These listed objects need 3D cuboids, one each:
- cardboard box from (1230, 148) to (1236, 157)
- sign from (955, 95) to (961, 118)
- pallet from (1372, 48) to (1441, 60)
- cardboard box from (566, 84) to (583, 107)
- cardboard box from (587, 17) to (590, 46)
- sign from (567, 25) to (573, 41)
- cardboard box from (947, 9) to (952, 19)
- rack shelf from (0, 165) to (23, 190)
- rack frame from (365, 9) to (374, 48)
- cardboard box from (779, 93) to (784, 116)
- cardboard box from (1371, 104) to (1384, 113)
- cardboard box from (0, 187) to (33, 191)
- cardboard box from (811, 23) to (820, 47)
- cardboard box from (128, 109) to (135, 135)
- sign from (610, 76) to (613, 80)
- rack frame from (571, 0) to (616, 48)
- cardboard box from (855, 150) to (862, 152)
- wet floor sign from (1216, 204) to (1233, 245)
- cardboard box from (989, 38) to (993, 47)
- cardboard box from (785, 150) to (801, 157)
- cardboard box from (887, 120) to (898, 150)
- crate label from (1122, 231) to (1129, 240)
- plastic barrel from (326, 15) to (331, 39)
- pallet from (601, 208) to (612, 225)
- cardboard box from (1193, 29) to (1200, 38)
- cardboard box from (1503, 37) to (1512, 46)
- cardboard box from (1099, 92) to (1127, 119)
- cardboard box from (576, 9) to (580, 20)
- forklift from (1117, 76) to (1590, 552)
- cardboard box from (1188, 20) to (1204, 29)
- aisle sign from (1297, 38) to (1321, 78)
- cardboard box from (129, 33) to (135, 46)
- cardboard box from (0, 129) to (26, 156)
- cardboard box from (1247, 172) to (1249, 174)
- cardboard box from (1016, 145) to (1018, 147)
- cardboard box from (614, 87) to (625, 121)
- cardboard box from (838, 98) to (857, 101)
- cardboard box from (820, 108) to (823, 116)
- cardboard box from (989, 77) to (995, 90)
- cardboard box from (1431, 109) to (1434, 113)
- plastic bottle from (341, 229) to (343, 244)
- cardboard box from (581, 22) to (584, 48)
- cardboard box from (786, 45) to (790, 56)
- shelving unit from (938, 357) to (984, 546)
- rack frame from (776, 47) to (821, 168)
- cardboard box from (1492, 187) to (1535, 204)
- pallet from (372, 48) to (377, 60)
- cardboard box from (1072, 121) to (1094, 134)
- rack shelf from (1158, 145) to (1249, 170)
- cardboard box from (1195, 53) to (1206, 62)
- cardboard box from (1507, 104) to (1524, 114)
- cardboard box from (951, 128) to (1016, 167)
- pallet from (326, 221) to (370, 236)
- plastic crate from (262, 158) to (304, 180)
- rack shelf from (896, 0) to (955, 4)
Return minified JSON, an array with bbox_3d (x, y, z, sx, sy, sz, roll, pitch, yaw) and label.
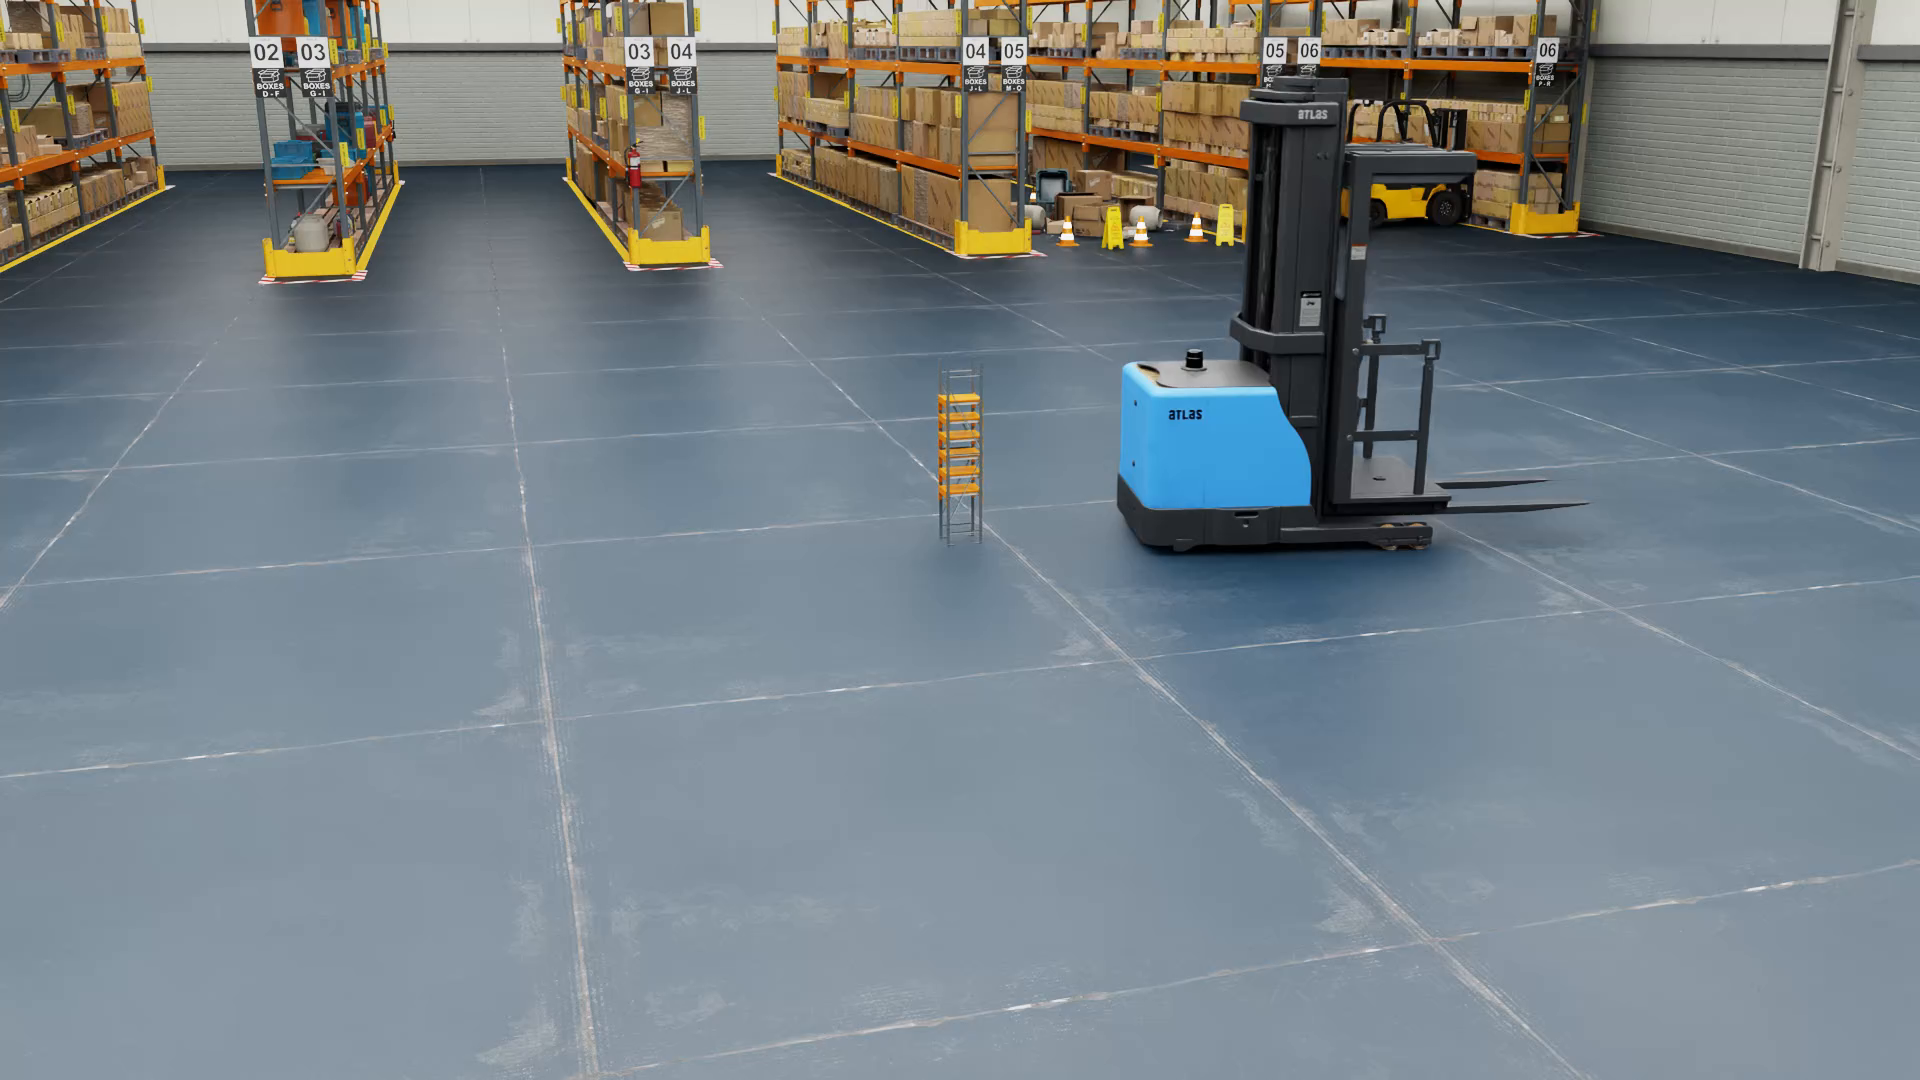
[{"bbox_3d":[4.703,-6.435,27.598,0.380,0.149,0.250,-5,17,-16],"label":"cardboard box"},{"bbox_3d":[-0.019,-6.545,25.101,0.100,0.325,0.005,-5,17,-15],"label":"sign"},{"bbox_3d":[8.656,-9.423,32.226,0.805,0.209,1.217,-5,18,-17],"label":"pallet"},{"bbox_3d":[-8.678,-10.115,37.850,0.500,0.500,0.500,-5,17,-17],"label":"cardboard box"},{"bbox_3d":[-6.471,-9.197,30.100,0.500,0.500,0.500,-5,17,-15],"label":"cardboard box"},{"bbox_3d":[-8.121,-10.549,34.605,0.100,0.325,0.005,-5,17,-15],"label":"sign"},{"bbox_3d":[0.020,-7.998,25.298,0.380,0.149,0.250,-5,17,-15],"label":"cardboard box"},{"bbox_3d":[-14.366,-4.978,23.561,1.077,0.370,4.000,-5,17,-15],"label":"rack shelf"},{"bbox_3d":[-12.350,-11.352,33.103,1.000,3.000,0.127,-5,17,-15],"label":"rack frame"},{"bbox_3d":[-4.033,-10.386,39.622,0.500,0.500,0.500,-4,17,-13],"label":"cardboard box"},{"bbox_3d":[8.298,-8.474,32.649,0.380,0.149,0.250,-5,18,-17],"label":"cardboard box"},{"bbox_3d":[-16.001,-5.822,28.196,0.500,0.311,0.500,-5,17,-17],"label":"cardboard box"},{"bbox_3d":[-2.793,-10.807,35.598,0.700,0.500,0.500,-5,17,-15],"label":"cardboard box"},{"bbox_3d":[-17.271,-8.579,34.124,0.500,0.500,0.500,-5,17,-16],"label":"cardboard box"},{"bbox_3d":[-8.162,-10.684,38.882,0.100,0.325,0.005,-5,17,-15],"label":"sign"},{"bbox_3d":[-7.588,-11.744,34.406,1.000,3.000,0.127,-5,17,-15],"label":"rack frame"},{"bbox_3d":[-1.912,-7.980,34.614,0.500,0.250,0.500,-5,17,-15],"label":"cardboard box"},{"bbox_3d":[4.262,-5.070,26.710,0.267,0.644,0.232,1,17,4],"label":"wet floor sign"},{"bbox_3d":[0.650,-7.672,25.596,0.380,0.149,0.250,-5,17,-15],"label":"cardboard box"},{"bbox_3d":[-3.936,-9.144,39.370,0.380,0.149,0.250,-5,17,-15],"label":"cardboard box"},{"bbox_3d":[-0.993,-7.193,29.511,0.500,0.500,0.500,-5,17,-16],"label":"cardboard box"},{"bbox_3d":[2.630,-5.012,27.398,0.298,0.136,0.250,16,23,42],"label":"crate label"},{"bbox_3d":[-11.054,-8.590,28.373,0.600,0.830,0.708,-5,17,-15],"label":"plastic barrel"},{"bbox_3d":[-5.944,-5.876,30.146,1.003,0.211,1.213,-5,17,-15],"label":"pallet"},{"bbox_3d":[4.238,-8.744,28.684,0.380,0.149,0.250,-5,18,-17],"label":"cardboard box"},{"bbox_3d":[9.490,-8.499,28.350,0.380,0.149,0.250,-5,17,-17],"label":"cardboard box"},{"bbox_3d":[3.091,-8.653,33.123,0.500,0.500,0.500,-4,17,-12],"label":"cardboard box"},{"bbox_3d":[-8.142,-11.510,36.462,0.500,0.250,0.500,-5,18,-17],"label":"cardboard box"},{"bbox_3d":[2.631,-1.487,10.809,3.031,2.935,1.130,-2,17,-6],"label":"forklift"},{"bbox_3d":[4.217,-9.577,31.069,0.500,0.250,0.500,-5,17,-16],"label":"cardboard box"},{"bbox_3d":[5.553,-7.587,26.478,0.394,0.787,0.004,-5,17,-15],"label":"aisle sign"},{"bbox_3d":[-17.689,-10.539,35.001,0.500,0.250,0.500,-5,17,-15],"label":"cardboard box"},{"bbox_3d":[-15.256,-6.283,26.481,0.500,0.500,0.500,-3,17,-11],"label":"cardboard box"},{"bbox_3d":[4.997,-6.114,28.837,0.500,0.500,0.500,-4,17,-14],"label":"cardboard box"},{"bbox_3d":[1.119,-9.560,41.288,0.875,0.438,0.875,-5,18,-17],"label":"cardboard box"},{"bbox_3d":[-5.087,-6.769,25.842,0.500,0.500,0.500,-5,17,-15],"label":"cardboard box"},{"bbox_3d":[-2.419,-9.431,35.806,0.380,0.149,0.250,-5,17,-17],"label":"cardboard box"},{"bbox_3d":[-2.694,-8.880,34.491,0.380,0.149,0.250,-5,17,-16],"label":"cardboard box"},{"bbox_3d":[0.997,-10.848,39.940,0.500,0.500,0.500,-5,17,-16],"label":"cardboard box"},{"bbox_3d":[8.913,-7.869,30.633,0.380,0.149,0.250,-4,17,-14],"label":"cardboard box"},{"bbox_3d":[-9.251,-4.590,24.996,0.097,0.271,0.097,0,17,0],"label":"plastic bottle"},{"bbox_3d":[-7.419,-10.397,34.232,0.700,0.500,0.500,-4,17,-14],"label":"cardboard box"},{"bbox_3d":[-3.719,-11.274,38.318,0.500,0.250,0.500,-5,18,-17],"label":"cardboard box"},{"bbox_3d":[0.004,-0.571,10.766,0.258,1.200,0.189,-5,17,-15],"label":"shelving unit"},{"bbox_3d":[-3.891,-10.341,40.165,1.000,3.000,0.127,-5,17,-15],"label":"rack frame"},{"bbox_3d":[9.575,-5.962,28.767,0.500,0.250,0.500,-5,17,-16],"label":"cardboard box"},{"bbox_3d":[-11.726,-9.303,31.822,1.003,0.211,1.213,-5,17,-15],"label":"pallet"},{"bbox_3d":[2.651,-8.595,34.613,0.500,0.250,0.500,-5,18,-17],"label":"cardboard box"},{"bbox_3d":[4.688,-6.544,28.773,1.077,0.370,4.000,-5,17,-15],"label":"rack shelf"},{"bbox_3d":[4.259,-8.288,28.554,0.380,0.149,0.250,-5,17,-16],"label":"cardboard box"},{"bbox_3d":[9.611,-7.378,28.480,0.380,0.149,0.250,-5,17,-15],"label":"cardboard box"},{"bbox_3d":[0.361,-6.087,25.740,0.875,0.550,0.550,-5,17,-15],"label":"cardboard box"},{"bbox_3d":[-10.405,-5.145,27.713,1.003,0.211,1.213,-5,17,-15],"label":"pallet"},{"bbox_3d":[-9.478,-5.203,23.319,0.499,0.251,0.616,-5,17,-15],"label":"plastic crate"},{"bbox_3d":[-0.043,-8.806,26.571,1.077,0.370,4.000,-5,17,-15],"label":"rack shelf"}]
